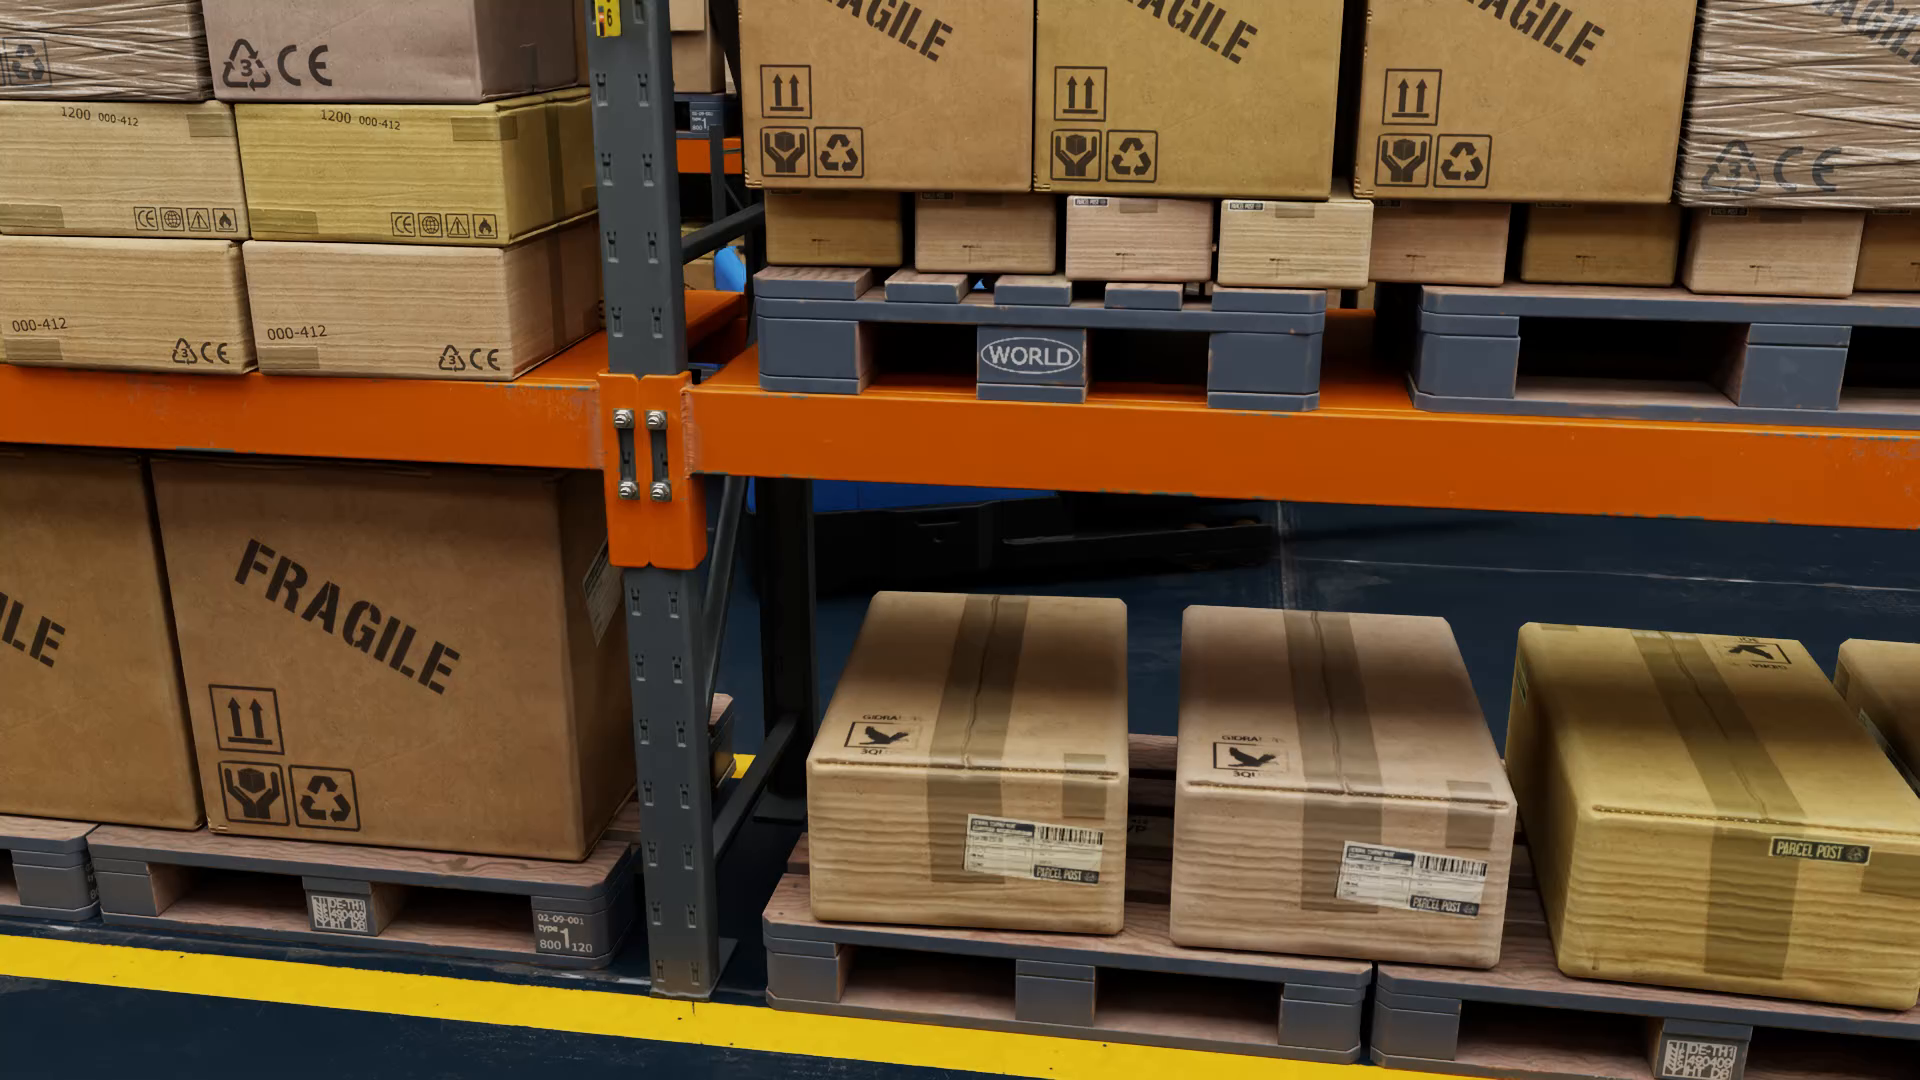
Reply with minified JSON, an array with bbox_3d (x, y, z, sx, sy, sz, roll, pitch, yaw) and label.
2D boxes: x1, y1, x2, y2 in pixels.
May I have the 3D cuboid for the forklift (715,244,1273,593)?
[{"bbox_3d":[0.648,-1.440,5.988,3.031,2.935,1.130,-4,19,-13],"label":"forklift"}]

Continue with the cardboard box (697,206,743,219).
[{"bbox_3d":[-1.220,-1.674,8.835,0.250,0.149,0.380,3,19,7],"label":"cardboard box"}]

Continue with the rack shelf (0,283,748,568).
[{"bbox_3d":[-2.478,-0.383,3.855,4.000,0.370,1.077,3,19,9],"label":"rack shelf"}]

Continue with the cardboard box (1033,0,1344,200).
[{"bbox_3d":[0.420,-0.892,2.955,0.500,0.500,0.500,4,19,11],"label":"cardboard box"}]

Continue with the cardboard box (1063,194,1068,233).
[{"bbox_3d":[0.134,-0.770,3.612,0.250,0.149,0.380,3,19,9],"label":"cardboard box"}]

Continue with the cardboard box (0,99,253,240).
[{"bbox_3d":[-1.528,-0.759,3.293,0.500,0.250,0.500,2,19,7],"label":"cardboard box"}]

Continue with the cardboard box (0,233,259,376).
[{"bbox_3d":[-1.550,-0.518,3.359,0.500,0.250,0.500,3,19,10],"label":"cardboard box"}]

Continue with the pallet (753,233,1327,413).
[{"bbox_3d":[0.218,-0.530,3.463,1.003,0.211,1.213,3,19,9],"label":"pallet"}]

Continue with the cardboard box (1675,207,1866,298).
[{"bbox_3d":[1.377,-0.533,2.902,0.250,0.149,0.380,4,19,10],"label":"cardboard box"}]

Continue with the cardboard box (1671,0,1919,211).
[{"bbox_3d":[1.438,-0.840,2.798,0.500,0.500,0.500,2,19,7],"label":"cardboard box"}]

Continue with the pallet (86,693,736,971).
[{"bbox_3d":[-1.269,0.635,4.072,1.213,0.211,1.003,3,19,9],"label":"pallet"}]

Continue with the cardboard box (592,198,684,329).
[{"bbox_3d":[-0.946,-0.656,3.773,0.500,0.250,0.500,3,19,8],"label":"cardboard box"}]

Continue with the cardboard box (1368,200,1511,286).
[{"bbox_3d":[0.844,-0.568,3.008,0.250,0.149,0.380,4,19,12],"label":"cardboard box"}]

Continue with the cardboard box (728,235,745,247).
[{"bbox_3d":[-1.028,-1.505,8.328,0.250,0.149,0.380,3,19,10],"label":"cardboard box"}]

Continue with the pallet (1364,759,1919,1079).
[{"bbox_3d":[1.469,0.800,3.578,1.213,0.211,1.003,3,19,9],"label":"pallet"}]

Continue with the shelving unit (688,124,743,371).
[{"bbox_3d":[-1.210,-0.994,6.909,1.048,1.500,0.538,12,22,32],"label":"shelving unit"}]

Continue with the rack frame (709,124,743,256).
[{"bbox_3d":[-0.788,-0.904,6.640,0.032,1.500,0.500,12,22,32],"label":"rack frame"}]

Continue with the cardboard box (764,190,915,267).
[{"bbox_3d":[-0.212,-0.629,3.191,0.250,0.149,0.380,2,19,5],"label":"cardboard box"}]

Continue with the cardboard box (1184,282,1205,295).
[{"bbox_3d":[0.894,-1.216,8.292,0.625,0.625,0.875,4,19,10],"label":"cardboard box"}]

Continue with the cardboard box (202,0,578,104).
[{"bbox_3d":[-1.055,-1.090,3.099,0.500,0.500,0.500,2,19,7],"label":"cardboard box"}]

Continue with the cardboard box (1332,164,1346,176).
[{"bbox_3d":[0.911,-0.747,3.542,0.250,0.149,0.380,3,19,10],"label":"cardboard box"}]

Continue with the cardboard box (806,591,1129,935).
[{"bbox_3d":[0.053,0.455,3.696,0.625,0.372,0.950,2,19,5],"label":"cardboard box"}]

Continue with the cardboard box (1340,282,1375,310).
[{"bbox_3d":[2.206,-1.152,8.100,0.625,0.625,0.875,2,19,6],"label":"cardboard box"}]

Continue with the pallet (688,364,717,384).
[{"bbox_3d":[-1.652,-0.968,8.864,1.213,0.211,1.003,3,19,9],"label":"pallet"}]

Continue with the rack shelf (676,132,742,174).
[{"bbox_3d":[-1.694,-1.939,8.503,4.000,0.370,1.077,3,19,9],"label":"rack shelf"}]

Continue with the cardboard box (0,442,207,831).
[{"bbox_3d":[-2.052,0.078,4.031,0.875,0.875,0.875,3,19,9],"label":"cardboard box"}]

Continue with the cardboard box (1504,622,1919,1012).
[{"bbox_3d":[1.531,0.529,3.474,0.625,0.372,0.950,4,19,10],"label":"cardboard box"}]

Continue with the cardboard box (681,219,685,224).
[{"bbox_3d":[-1.552,-1.522,8.378,0.250,0.149,0.380,2,19,6],"label":"cardboard box"}]

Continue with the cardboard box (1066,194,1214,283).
[{"bbox_3d":[0.325,-0.576,3.032,0.250,0.149,0.380,2,19,5],"label":"cardboard box"}]

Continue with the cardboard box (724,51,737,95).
[{"bbox_3d":[-0.812,-2.259,7.901,0.500,0.250,0.500,2,19,6],"label":"cardboard box"}]
